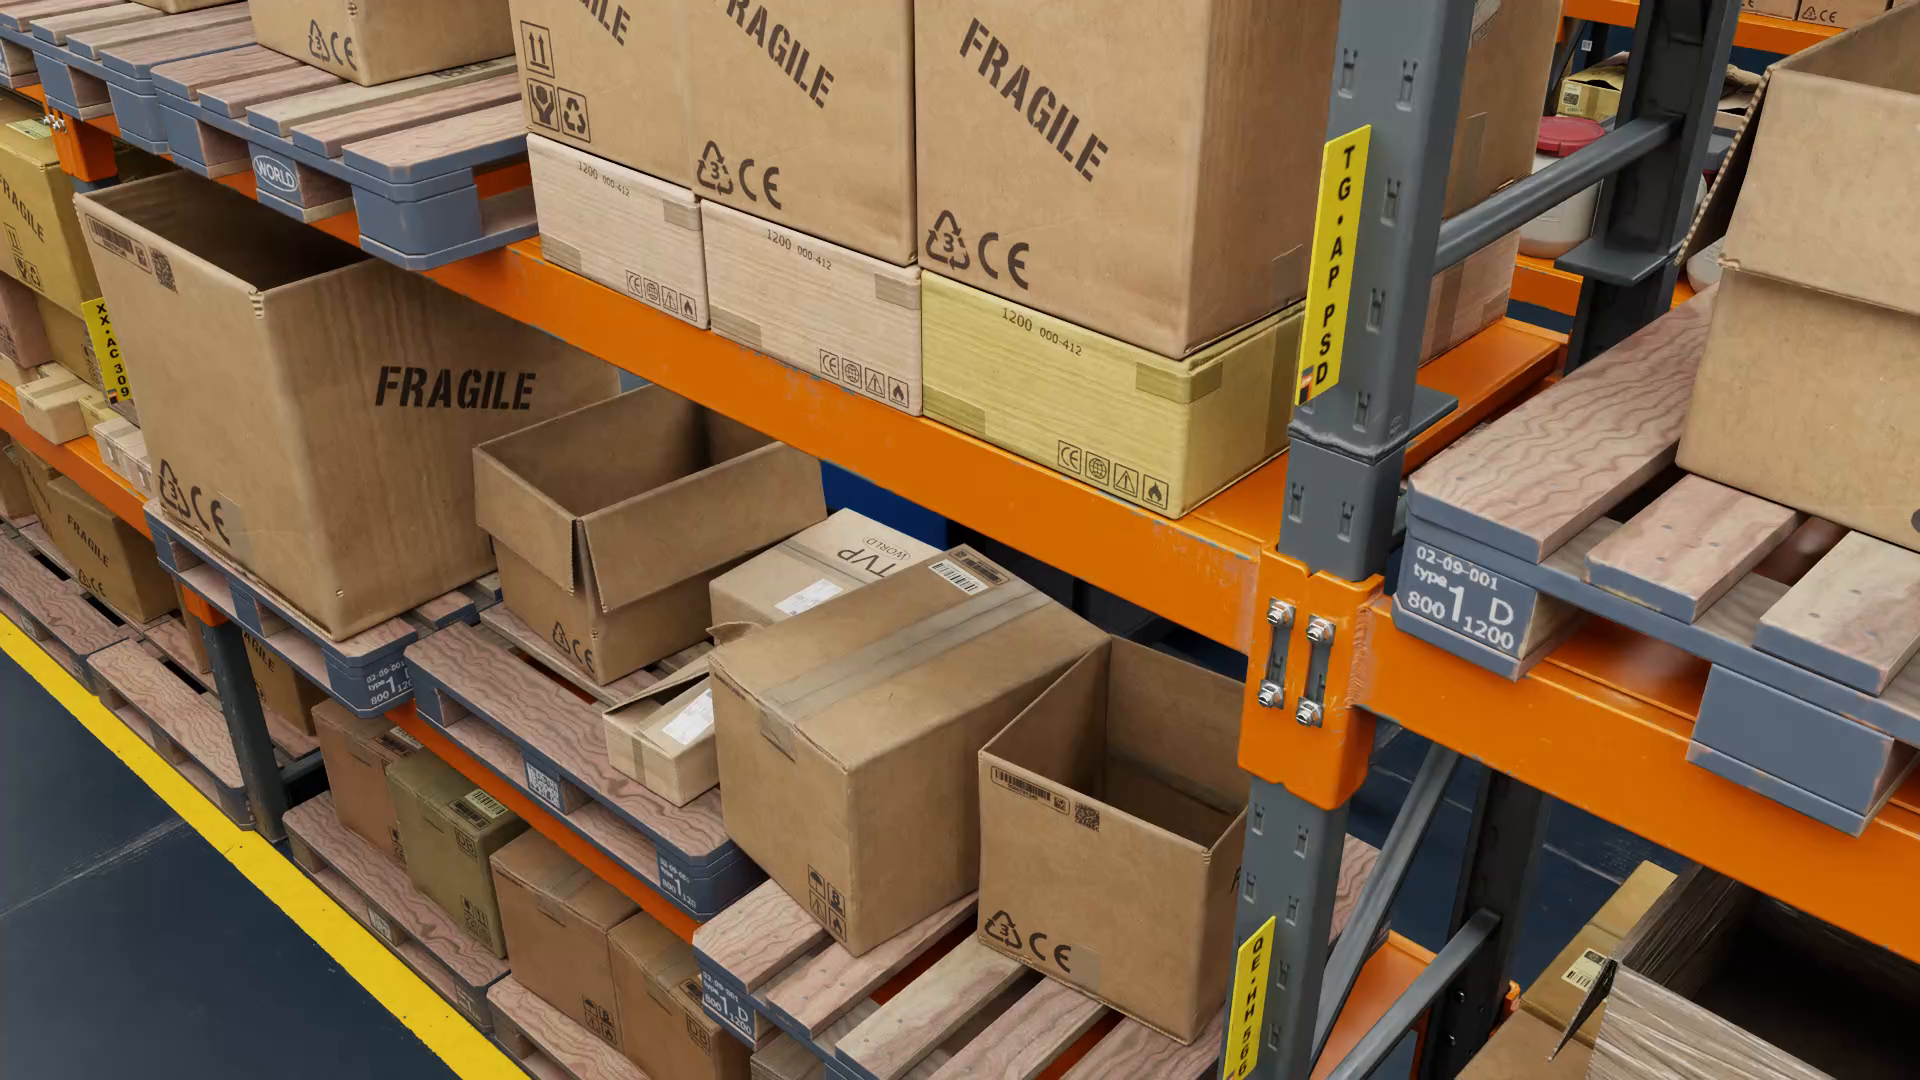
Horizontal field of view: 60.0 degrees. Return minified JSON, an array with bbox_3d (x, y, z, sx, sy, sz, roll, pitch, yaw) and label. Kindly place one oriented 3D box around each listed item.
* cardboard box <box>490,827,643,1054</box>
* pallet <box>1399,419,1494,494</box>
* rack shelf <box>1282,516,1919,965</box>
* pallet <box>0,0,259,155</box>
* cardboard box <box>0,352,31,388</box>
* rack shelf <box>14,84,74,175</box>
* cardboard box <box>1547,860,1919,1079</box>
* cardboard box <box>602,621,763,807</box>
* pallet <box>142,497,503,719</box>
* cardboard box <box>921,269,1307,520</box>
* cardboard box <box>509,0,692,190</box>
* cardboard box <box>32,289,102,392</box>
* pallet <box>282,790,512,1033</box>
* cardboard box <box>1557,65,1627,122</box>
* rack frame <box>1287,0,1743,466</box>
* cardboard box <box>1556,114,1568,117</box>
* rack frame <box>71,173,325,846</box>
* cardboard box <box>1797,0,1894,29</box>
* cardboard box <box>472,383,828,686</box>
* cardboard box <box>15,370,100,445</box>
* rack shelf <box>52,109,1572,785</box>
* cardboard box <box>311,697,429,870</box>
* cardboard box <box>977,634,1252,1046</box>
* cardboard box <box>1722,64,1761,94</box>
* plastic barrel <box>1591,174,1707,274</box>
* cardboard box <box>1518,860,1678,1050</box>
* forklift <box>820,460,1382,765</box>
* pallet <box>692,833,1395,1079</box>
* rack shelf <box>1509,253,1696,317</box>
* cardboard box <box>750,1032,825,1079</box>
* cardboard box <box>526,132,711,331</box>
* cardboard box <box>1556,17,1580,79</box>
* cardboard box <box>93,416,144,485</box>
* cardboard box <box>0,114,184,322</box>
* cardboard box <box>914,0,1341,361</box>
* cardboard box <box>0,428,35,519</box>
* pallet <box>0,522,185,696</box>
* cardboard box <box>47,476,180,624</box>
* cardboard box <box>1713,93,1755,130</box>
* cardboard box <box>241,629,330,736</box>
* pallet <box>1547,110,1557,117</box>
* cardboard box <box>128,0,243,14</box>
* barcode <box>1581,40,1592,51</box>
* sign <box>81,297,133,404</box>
[{"bbox_3d":[-0.962,1.064,5.071,0.500,0.500,0.700,21,37,31],"label":"cardboard box"},{"bbox_3d":[2.681,-0.425,8.251,1.213,0.211,1.003,25,39,35],"label":"pallet"},{"bbox_3d":[2.289,0.695,1.476,4.000,0.370,1.077,25,39,35],"label":"rack shelf"},{"bbox_3d":[-1.773,-1.355,4.366,1.003,0.211,1.213,25,39,35],"label":"pallet"},{"bbox_3d":[-3.409,-0.711,6.265,0.250,0.149,0.380,25,39,35],"label":"cardboard box"},{"bbox_3d":[-3.642,-2.074,6.075,4.000,0.370,1.077,25,39,35],"label":"rack shelf"},{"bbox_3d":[1.338,0.766,2.499,0.637,0.503,0.797,27,40,37],"label":"cardboard box"},{"bbox_3d":[-0.611,0.384,3.928,0.258,0.266,0.396,24,38,34],"label":"cardboard box"},{"bbox_3d":[-1.690,-0.002,5.031,1.213,0.211,1.003,25,39,35],"label":"pallet"},{"bbox_3d":[0.289,-0.312,2.597,0.500,0.250,0.500,25,39,35],"label":"cardboard box"},{"bbox_3d":[-0.459,-0.982,2.983,0.500,0.500,0.500,26,40,36],"label":"cardboard box"},{"bbox_3d":[-2.798,-0.941,6.019,0.500,0.500,0.875,25,39,35],"label":"cardboard box"},{"bbox_3d":[-1.581,1.059,5.786,1.213,0.211,1.003,25,39,35],"label":"pallet"},{"bbox_3d":[4.630,-3.195,11.865,0.500,0.311,0.500,25,39,35],"label":"cardboard box"},{"bbox_3d":[0.806,-1.590,1.667,0.127,3.000,1.000,25,39,35],"label":"rack frame"},{"bbox_3d":[4.624,-2.959,12.016,0.500,0.250,0.500,24,38,34],"label":"cardboard box"},{"bbox_3d":[-2.159,-0.405,5.514,0.127,3.000,1.000,25,39,35],"label":"rack frame"},{"bbox_3d":[5.811,-3.607,10.736,0.500,0.500,0.500,25,39,35],"label":"cardboard box"},{"bbox_3d":[-0.812,-0.064,4.441,0.797,0.503,0.637,-25,39,-35],"label":"cardboard box"},{"bbox_3d":[-3.100,-0.502,5.920,0.250,0.149,0.380,25,39,35],"label":"cardboard box"},{"bbox_3d":[-0.676,-0.689,3.776,4.000,0.370,1.077,25,39,35],"label":"rack shelf"},{"bbox_3d":[-1.718,0.699,5.678,0.500,0.500,0.700,22,37,32],"label":"cardboard box"},{"bbox_3d":[0.379,0.585,3.365,0.500,0.500,0.500,20,36,29],"label":"cardboard box"},{"bbox_3d":[5.374,-3.225,11.915,0.500,0.311,0.500,26,40,36],"label":"cardboard box"},{"bbox_3d":[2.912,-1.382,7.029,0.421,0.512,0.421,0,31,0],"label":"plastic barrel"},{"bbox_3d":[1.339,1.013,3.062,0.500,0.500,0.500,26,40,36],"label":"cardboard box"},{"bbox_3d":[0.618,-0.918,6.434,3.031,2.935,1.130,26,40,36],"label":"forklift"},{"bbox_3d":[0.207,0.856,3.606,1.003,0.211,1.213,25,39,35],"label":"pallet"},{"bbox_3d":[2.647,-1.298,7.696,4.000,0.370,1.077,25,39,35],"label":"rack shelf"},{"bbox_3d":[-0.124,1.451,4.429,0.500,0.500,0.700,21,37,31],"label":"cardboard box"},{"bbox_3d":[-0.458,-0.653,3.164,0.500,0.250,0.500,26,40,36],"label":"cardboard box"},{"bbox_3d":[4.357,-3.795,12.677,0.500,0.500,0.500,25,39,35],"label":"cardboard box"},{"bbox_3d":[-2.695,-0.349,5.665,0.250,0.149,0.380,25,39,35],"label":"cardboard box"},{"bbox_3d":[-2.678,-1.054,5.237,0.500,0.500,0.500,25,39,35],"label":"cardboard box"},{"bbox_3d":[0.285,-0.632,2.401,0.500,0.500,0.500,26,40,36],"label":"cardboard box"},{"bbox_3d":[-4.207,-0.482,7.658,0.500,0.500,0.500,-18,36,-28],"label":"cardboard box"},{"bbox_3d":[-3.590,0.149,7.298,1.213,0.211,1.003,25,39,35],"label":"pallet"},{"bbox_3d":[-3.372,-0.047,6.937,0.500,0.500,0.500,21,37,31],"label":"cardboard box"},{"bbox_3d":[5.382,-2.841,11.277,0.500,0.311,0.500,24,38,34],"label":"cardboard box"},{"bbox_3d":[-2.429,0.333,6.305,0.500,0.500,0.500,24,38,34],"label":"cardboard box"},{"bbox_3d":[3.929,-3.288,13.007,1.213,0.211,1.003,25,39,35],"label":"pallet"},{"bbox_3d":[-1.877,-1.713,4.272,0.637,0.503,0.797,23,38,33],"label":"cardboard box"},{"bbox_3d":[4.401,-3.473,11.677,0.075,0.075,0.001,25,39,35],"label":"barcode"},{"bbox_3d":[-2.518,-0.565,4.941,0.005,0.325,0.100,25,39,35],"label":"sign"}]
